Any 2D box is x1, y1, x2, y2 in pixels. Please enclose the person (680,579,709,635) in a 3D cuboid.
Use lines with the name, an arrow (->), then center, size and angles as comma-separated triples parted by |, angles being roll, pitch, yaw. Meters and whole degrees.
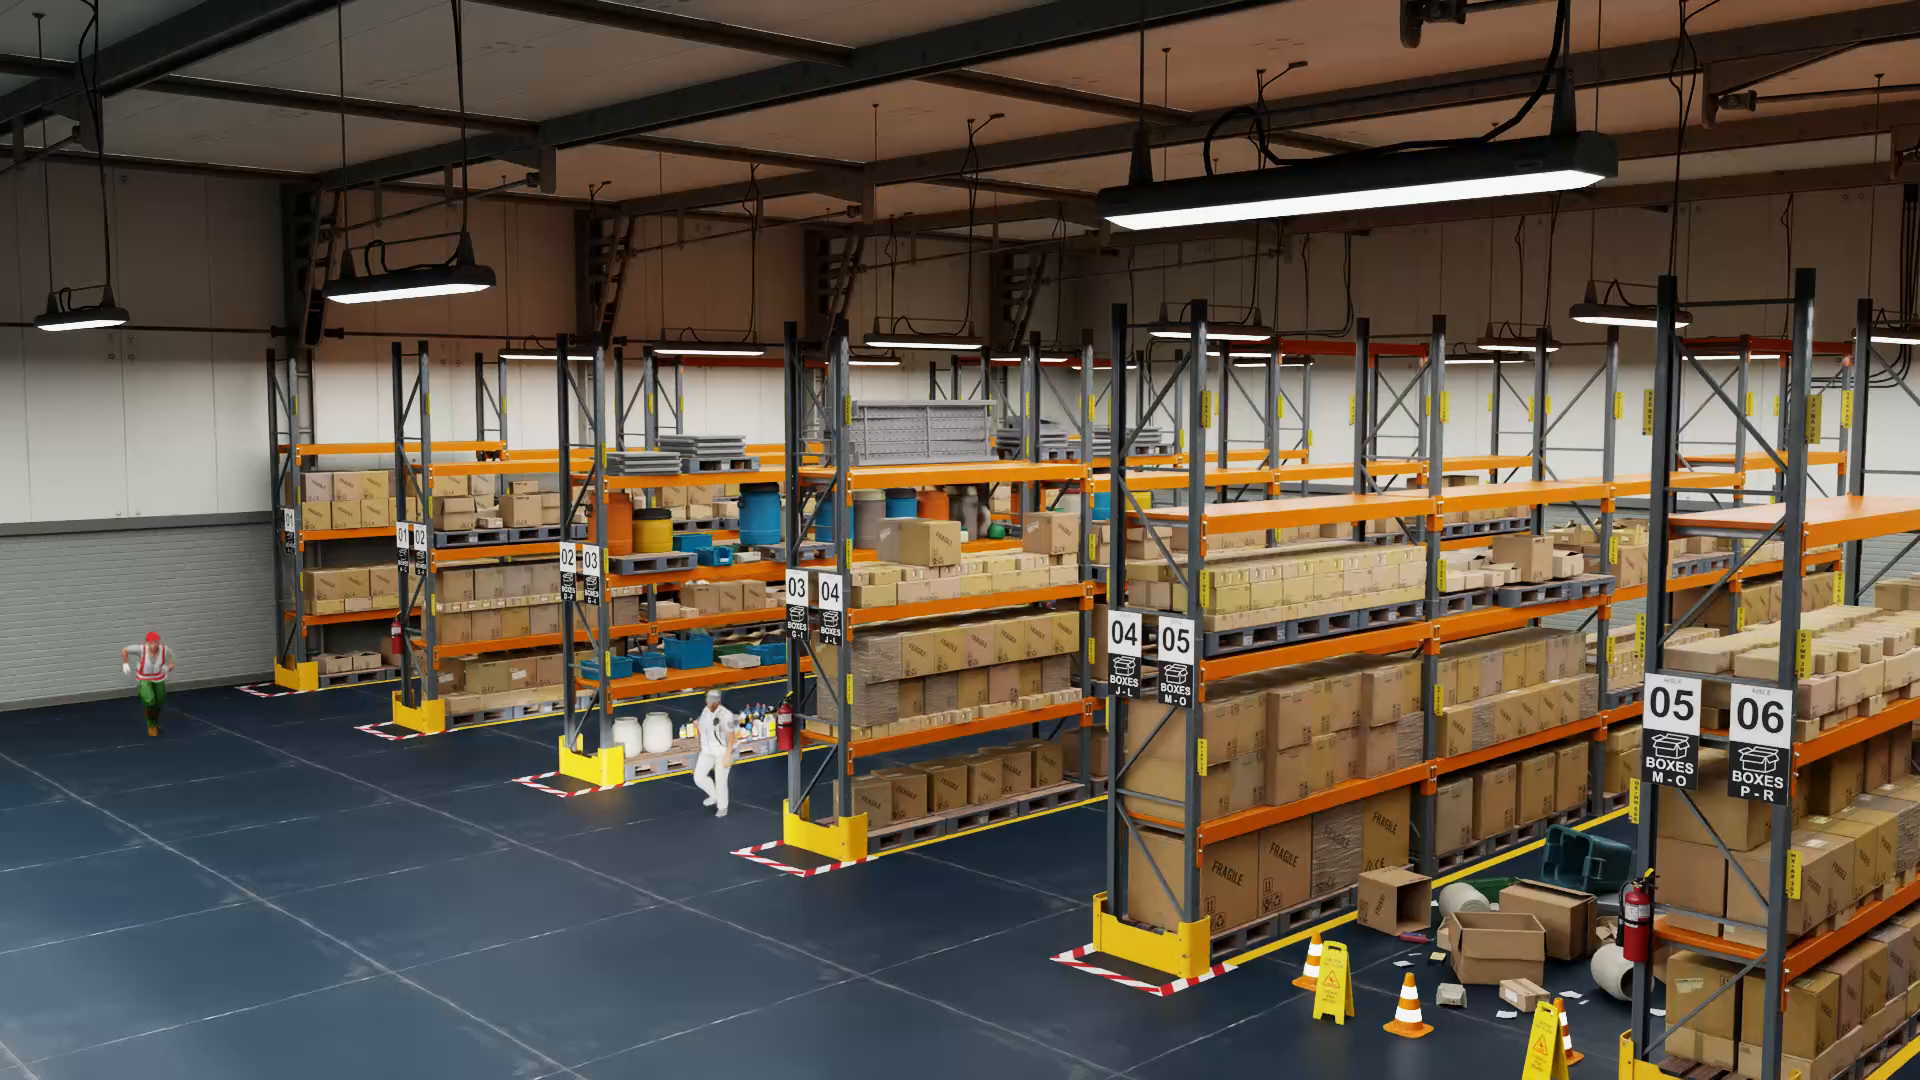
person -> -5.258, 1.427, 33.136 | 0.610, 1.838, 0.855 | 4, 6, 40

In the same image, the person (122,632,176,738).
person -> -12.258, 2.177, 25.160 | 0.712, 1.660, 0.974 | -3, 6, -31

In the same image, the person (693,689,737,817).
person -> -3.000, 2.601, 20.396 | 0.649, 1.627, 0.606 | 3, 6, 27
